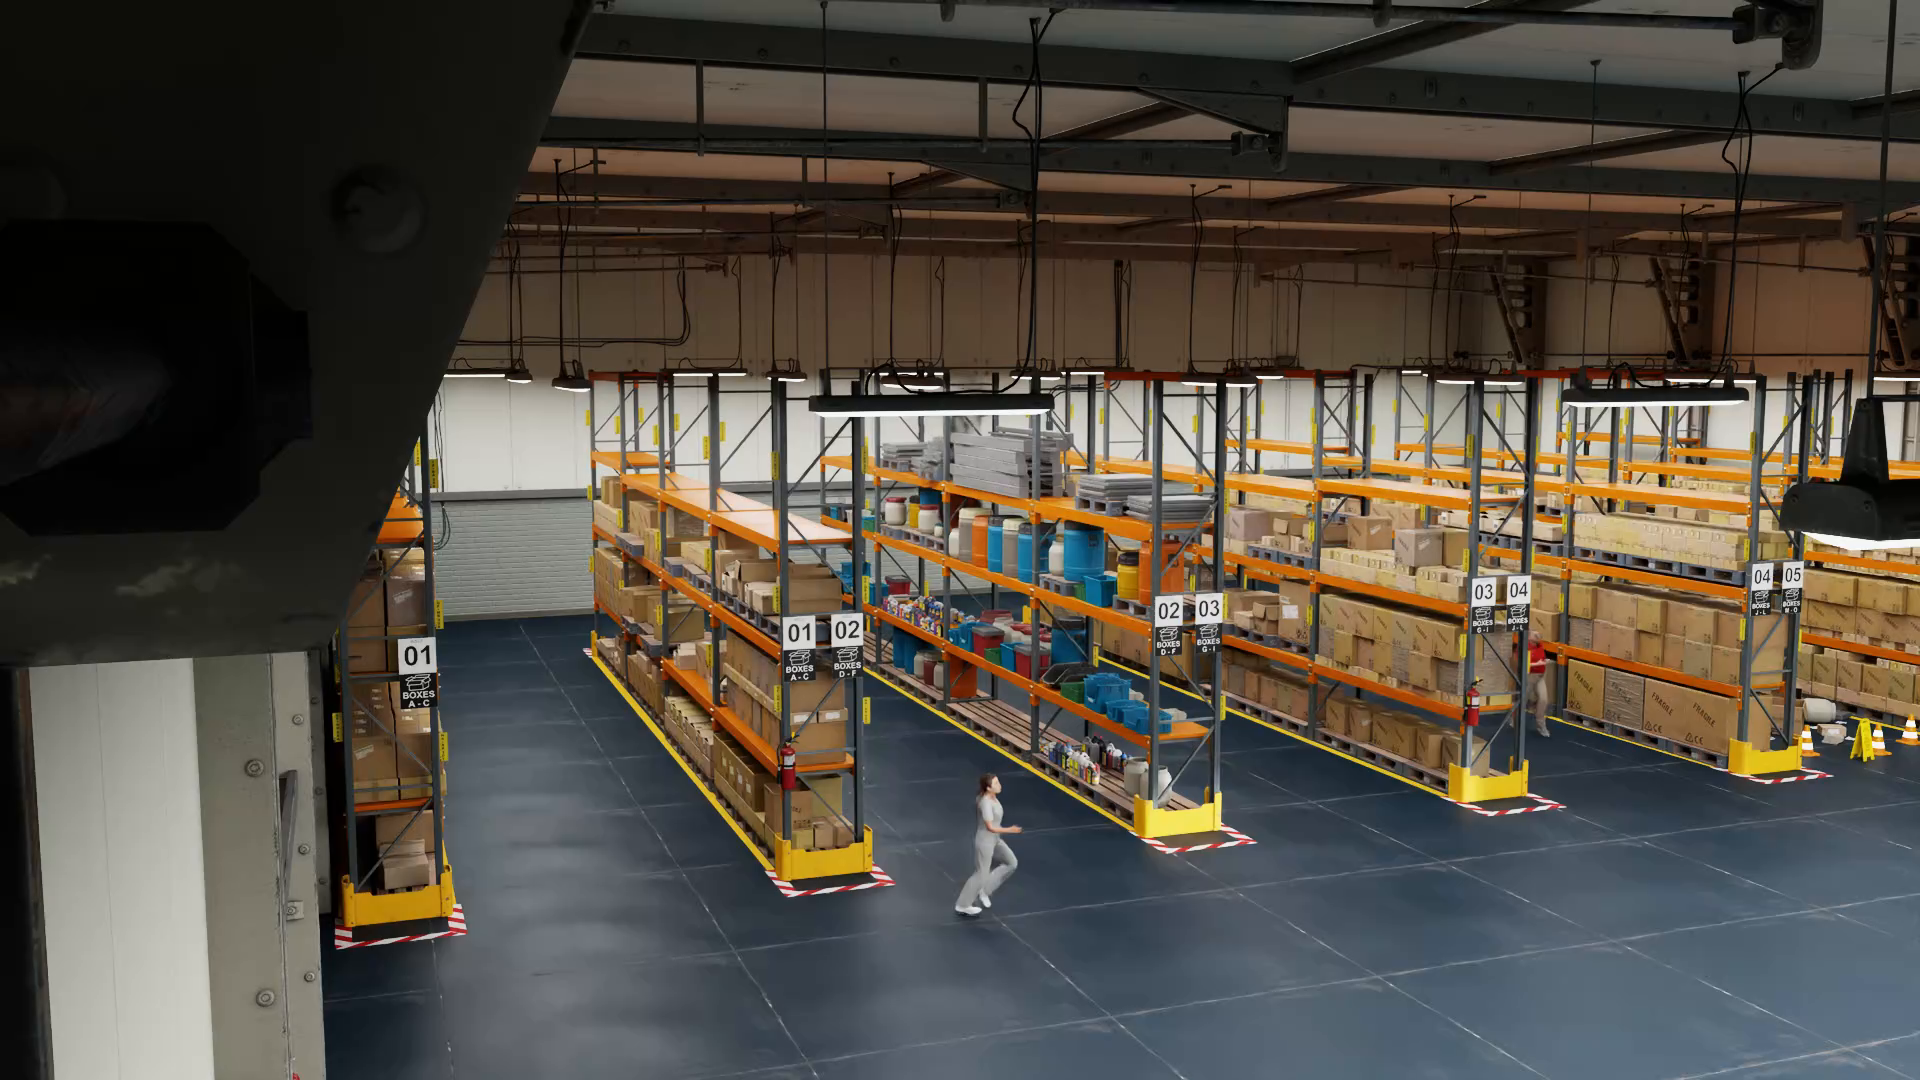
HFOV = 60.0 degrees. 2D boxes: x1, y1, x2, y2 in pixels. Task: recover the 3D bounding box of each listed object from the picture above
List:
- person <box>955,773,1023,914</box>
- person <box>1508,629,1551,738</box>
[{"bbox_3d":[0.338,3.416,18.786,0.773,1.621,0.584,2,7,13],"label":"person"},{"bbox_3d":[9.535,2.367,27.831,0.664,1.793,0.847,-2,7,-21],"label":"person"}]
